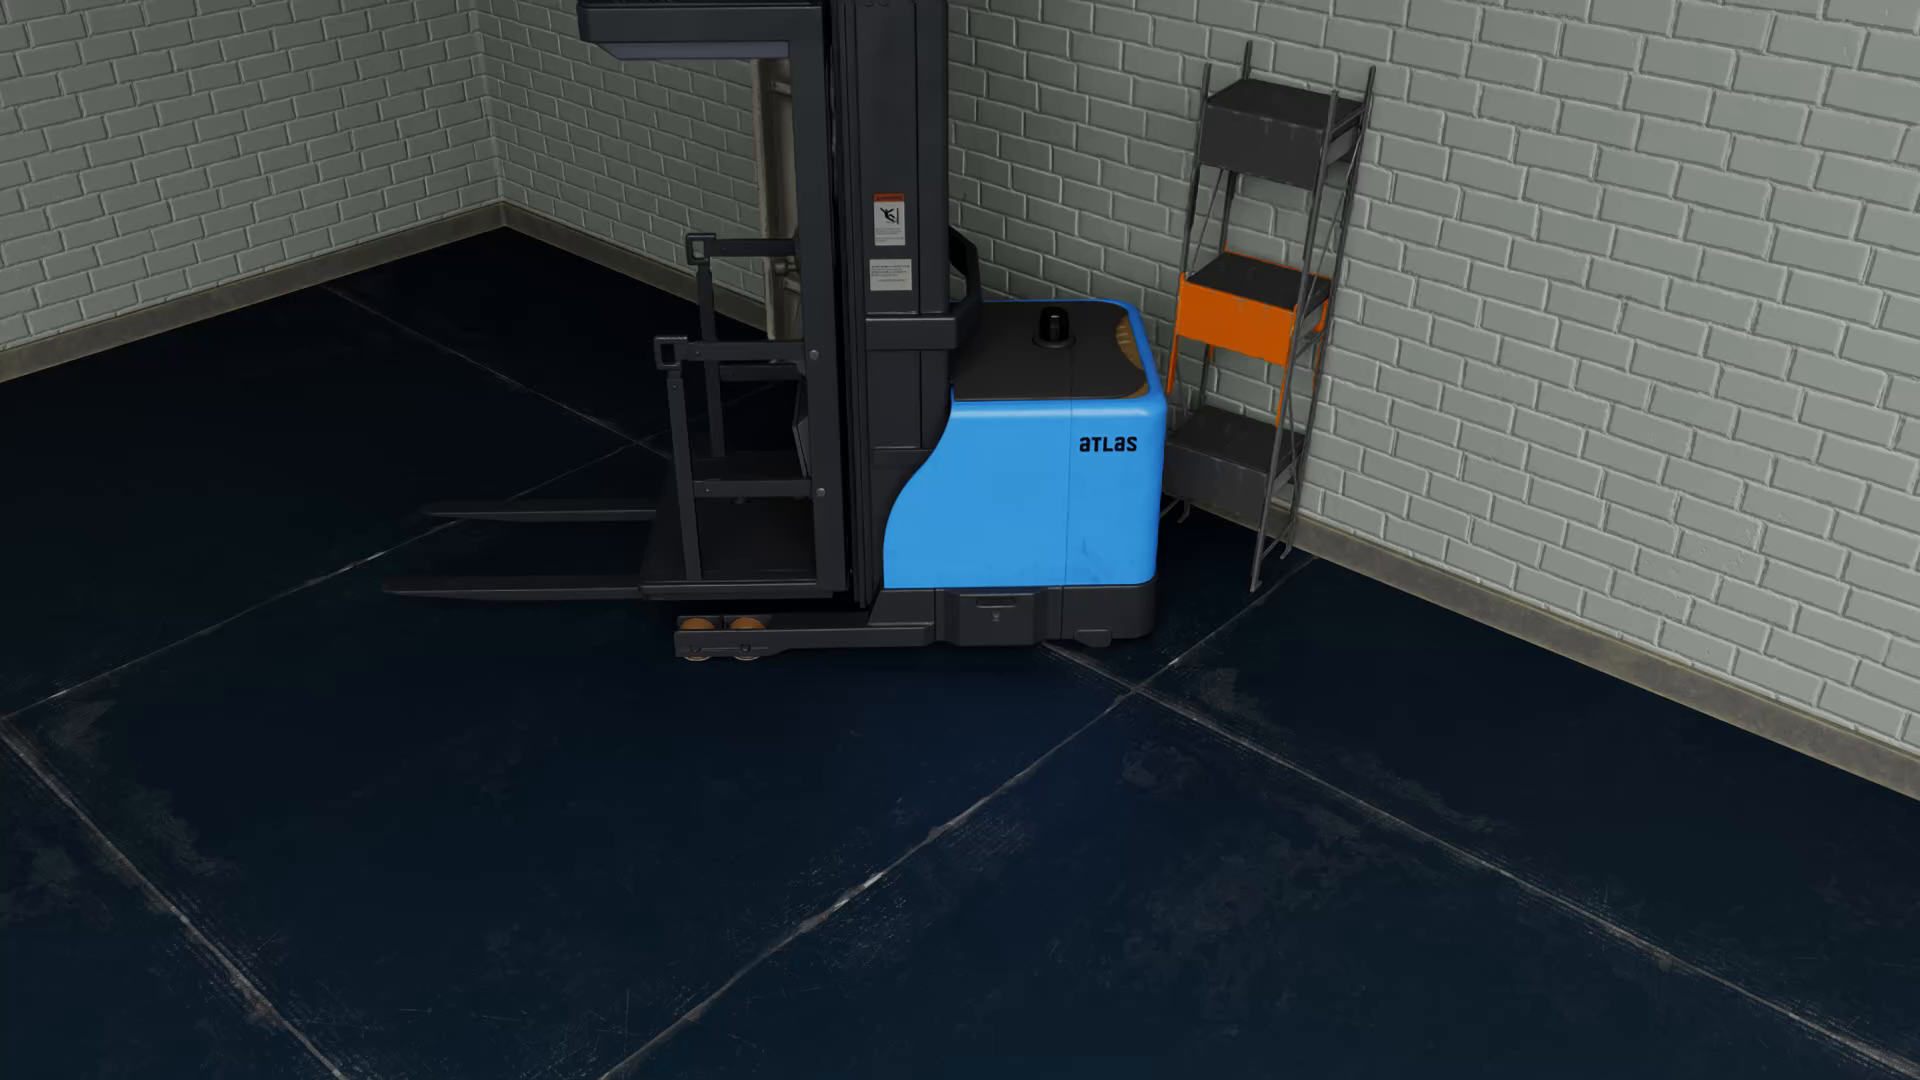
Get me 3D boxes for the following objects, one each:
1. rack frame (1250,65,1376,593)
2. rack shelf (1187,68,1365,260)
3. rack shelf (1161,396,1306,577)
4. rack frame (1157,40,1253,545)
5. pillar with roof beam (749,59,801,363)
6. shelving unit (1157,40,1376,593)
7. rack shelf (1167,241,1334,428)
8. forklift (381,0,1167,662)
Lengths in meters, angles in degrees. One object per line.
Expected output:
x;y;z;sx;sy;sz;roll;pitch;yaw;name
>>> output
1.358;-0.754;6.467;0.015;2.100;0.400;21;37;26;rack frame
1.181;-1.410;6.204;0.480;0.518;0.431;21;37;26;rack shelf
1.123;-0.231;6.957;0.480;0.518;0.431;21;37;26;rack shelf
0.947;-0.910;6.679;0.015;2.100;0.400;21;37;26;rack frame
-3.653;-3.132;3.727;0.400;9.000;9.100;25;39;35;pillar with roof beam
1.152;-0.832;6.573;0.503;2.100;0.431;21;37;26;shelving unit
1.152;-0.820;6.581;0.480;0.518;0.431;21;37;26;rack shelf
-0.757;-1.061;6.171;3.031;2.935;1.130;-1;31;-1;forklift
